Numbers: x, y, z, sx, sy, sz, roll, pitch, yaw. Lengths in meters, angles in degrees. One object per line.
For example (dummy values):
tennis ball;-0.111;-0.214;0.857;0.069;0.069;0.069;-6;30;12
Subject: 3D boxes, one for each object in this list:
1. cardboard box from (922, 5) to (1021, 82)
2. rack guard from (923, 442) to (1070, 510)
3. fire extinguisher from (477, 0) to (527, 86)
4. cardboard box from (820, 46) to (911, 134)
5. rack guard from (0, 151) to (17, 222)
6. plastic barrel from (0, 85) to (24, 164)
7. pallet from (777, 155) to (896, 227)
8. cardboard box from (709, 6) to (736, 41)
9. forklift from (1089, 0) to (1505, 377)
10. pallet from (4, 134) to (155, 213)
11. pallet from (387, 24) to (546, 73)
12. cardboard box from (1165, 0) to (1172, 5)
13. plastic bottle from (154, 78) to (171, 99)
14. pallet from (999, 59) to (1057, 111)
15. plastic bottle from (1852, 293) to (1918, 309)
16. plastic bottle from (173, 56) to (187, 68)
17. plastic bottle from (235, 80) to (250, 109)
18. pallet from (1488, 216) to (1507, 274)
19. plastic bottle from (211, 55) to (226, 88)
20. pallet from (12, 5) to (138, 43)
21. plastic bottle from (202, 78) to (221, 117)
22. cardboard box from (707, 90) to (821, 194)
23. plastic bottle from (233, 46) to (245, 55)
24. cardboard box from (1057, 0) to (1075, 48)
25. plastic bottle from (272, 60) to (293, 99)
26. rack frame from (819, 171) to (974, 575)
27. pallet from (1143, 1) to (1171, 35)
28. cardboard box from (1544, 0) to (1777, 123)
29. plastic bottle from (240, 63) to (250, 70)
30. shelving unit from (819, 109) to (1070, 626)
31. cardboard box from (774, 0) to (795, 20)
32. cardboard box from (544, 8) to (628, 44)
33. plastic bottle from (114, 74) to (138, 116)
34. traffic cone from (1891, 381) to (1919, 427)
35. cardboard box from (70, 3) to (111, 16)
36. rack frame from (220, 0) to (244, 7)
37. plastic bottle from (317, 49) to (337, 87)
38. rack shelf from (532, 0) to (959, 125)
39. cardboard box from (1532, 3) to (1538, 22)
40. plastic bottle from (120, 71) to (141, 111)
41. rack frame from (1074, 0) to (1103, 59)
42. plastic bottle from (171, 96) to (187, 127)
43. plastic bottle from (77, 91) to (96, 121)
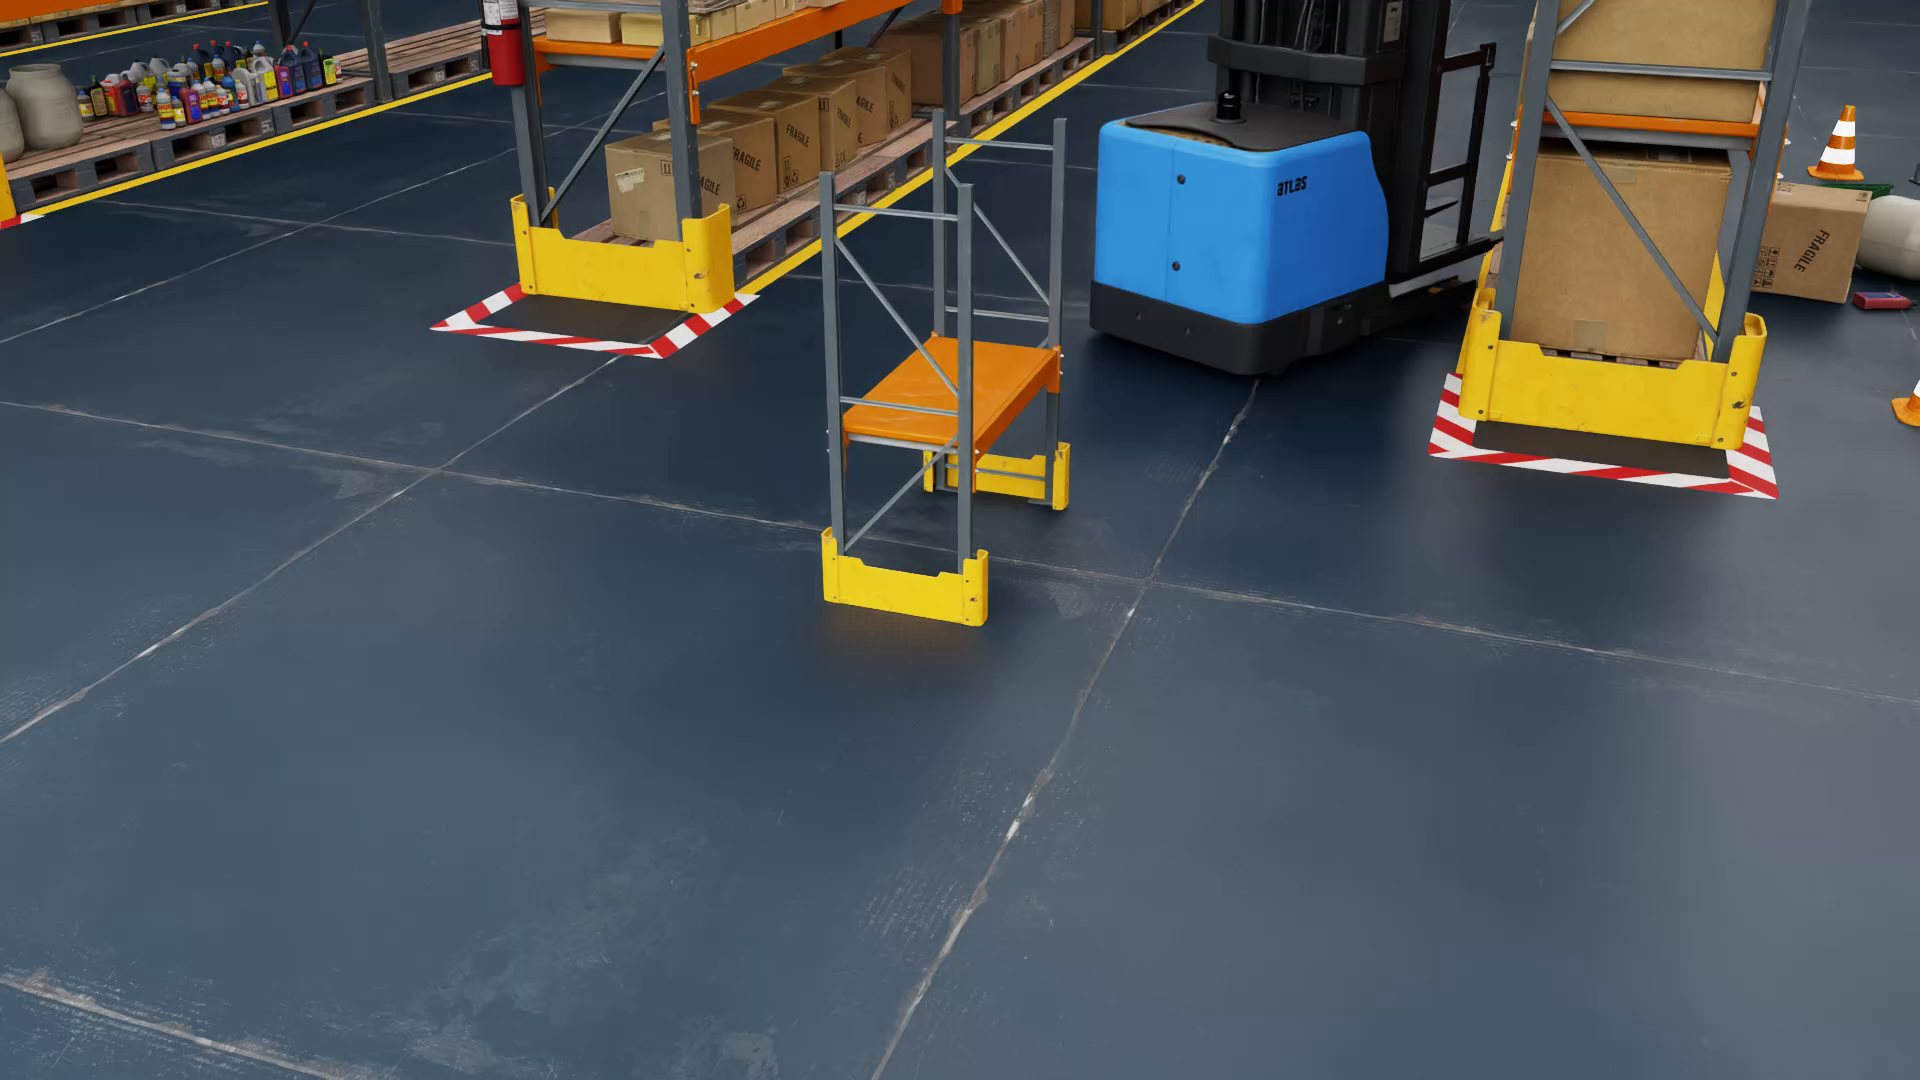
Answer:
cardboard box;0.093;-4.039;13.513;0.700;0.500;0.500;6;27;13
rack guard;0.140;-0.286;6.554;0.587;0.250;0.087;9;27;17
fire extinguisher;-2.297;-2.634;8.338;0.296;0.674;0.183;9;27;17
cardboard box;-0.664;-3.199;11.801;0.500;0.500;0.500;8;27;16
rack guard;-6.514;-2.281;10.387;1.175;0.500;0.348;9;27;17
plastic barrel;-6.348;-2.719;10.796;0.421;0.512;0.421;0;26;0
pallet;-1.088;-2.254;10.663;1.003;0.211;1.213;9;27;17
cardboard box;-1.404;-2.719;8.712;0.380;0.149;0.250;9;27;17
forklift;2.065;-2.612;8.280;3.031;2.935;1.130;-22;34;-38
pallet;-6.239;-2.484;11.138;1.003;0.211;1.213;9;27;17
pallet;-4.535;-4.588;15.483;1.003;0.211;1.213;9;27;17
cardboard box;1.678;-6.180;17.529;1.225;0.875;0.875;8;27;16
plastic bottle;-5.962;-3.350;12.434;0.097;0.201;0.097;0;26;0
pallet;0.168;-3.861;13.983;1.003;0.211;1.213;9;27;17
plastic bottle;4.893;-1.264;8.790;0.283;0.061;0.133;0;26;-1
plastic bottle;-5.981;-3.576;12.806;0.061;0.283;0.133;10;28;20
plastic bottle;-5.349;-3.313;12.357;0.097;0.201;0.097;0;26;0
pallet;3.419;-1.473;9.050;1.003;0.211;1.213;9;27;17
plastic bottle;-5.759;-3.633;12.937;0.097;0.271;0.097;0;26;0
pallet;-9.221;-5.288;16.929;1.003;0.211;1.213;9;27;17
plastic bottle;-5.451;-3.220;12.083;0.097;0.271;0.097;0;26;0
cardboard box;-1.208;-2.473;10.301;0.500;0.500;0.500;11;28;22
plastic bottle;-5.765;-3.779;13.234;0.152;0.276;0.135;10;27;19
cardboard box;0.633;-4.732;14.944;0.700;0.500;0.500;7;27;15
plastic bottle;-5.186;-3.529;12.708;0.061;0.283;0.133;11;28;21
rack frame;-0.198;-0.431;5.419;0.500;1.500;0.032;9;27;17
pallet;1.579;-5.495;17.356;1.003;0.211;1.213;9;27;17
cardboard box;2.900;-2.115;7.004;0.875;0.550;0.550;9;27;17
plastic bottle;-5.383;-3.473;12.593;0.061;0.283;0.133;9;27;17
shelving unit;-0.025;-0.644;5.858;0.587;1.500;1.083;9;27;17
cardboard box;-1.153;-3.027;9.348;0.380;0.149;0.250;9;27;17
cardboard box;-1.924;-2.683;8.638;0.380;0.149;0.250;9;27;17
plastic bottle;-6.087;-3.246;12.124;0.061;0.283;0.133;9;27;17
traffic cone;4.335;-0.759;7.287;0.336;0.463;0.334;9;27;17
cardboard box;-8.955;-5.445;16.726;0.500;0.250;0.500;9;27;18
rack frame;-8.503;-7.375;18.040;1.000;3.000;0.127;9;27;17
plastic bottle;-5.013;-3.741;13.147;0.061;0.283;0.133;10;28;20
rack shelf;-1.159;-3.148;10.134;1.077;0.370;4.000;9;27;17
cardboard box;4.596;-3.373;11.874;1.050;0.750;0.750;9;27;17
plastic bottle;-6.142;-3.315;12.275;0.152;0.276;0.135;8;27;16
rack frame;0.838;-5.937;15.070;1.000;3.000;0.127;9;27;17
plastic bottle;-5.564;-3.049;11.811;0.097;0.201;0.097;0;26;0
plastic bottle;-6.298;-3.125;11.967;0.097;0.201;0.097;0;26;0
